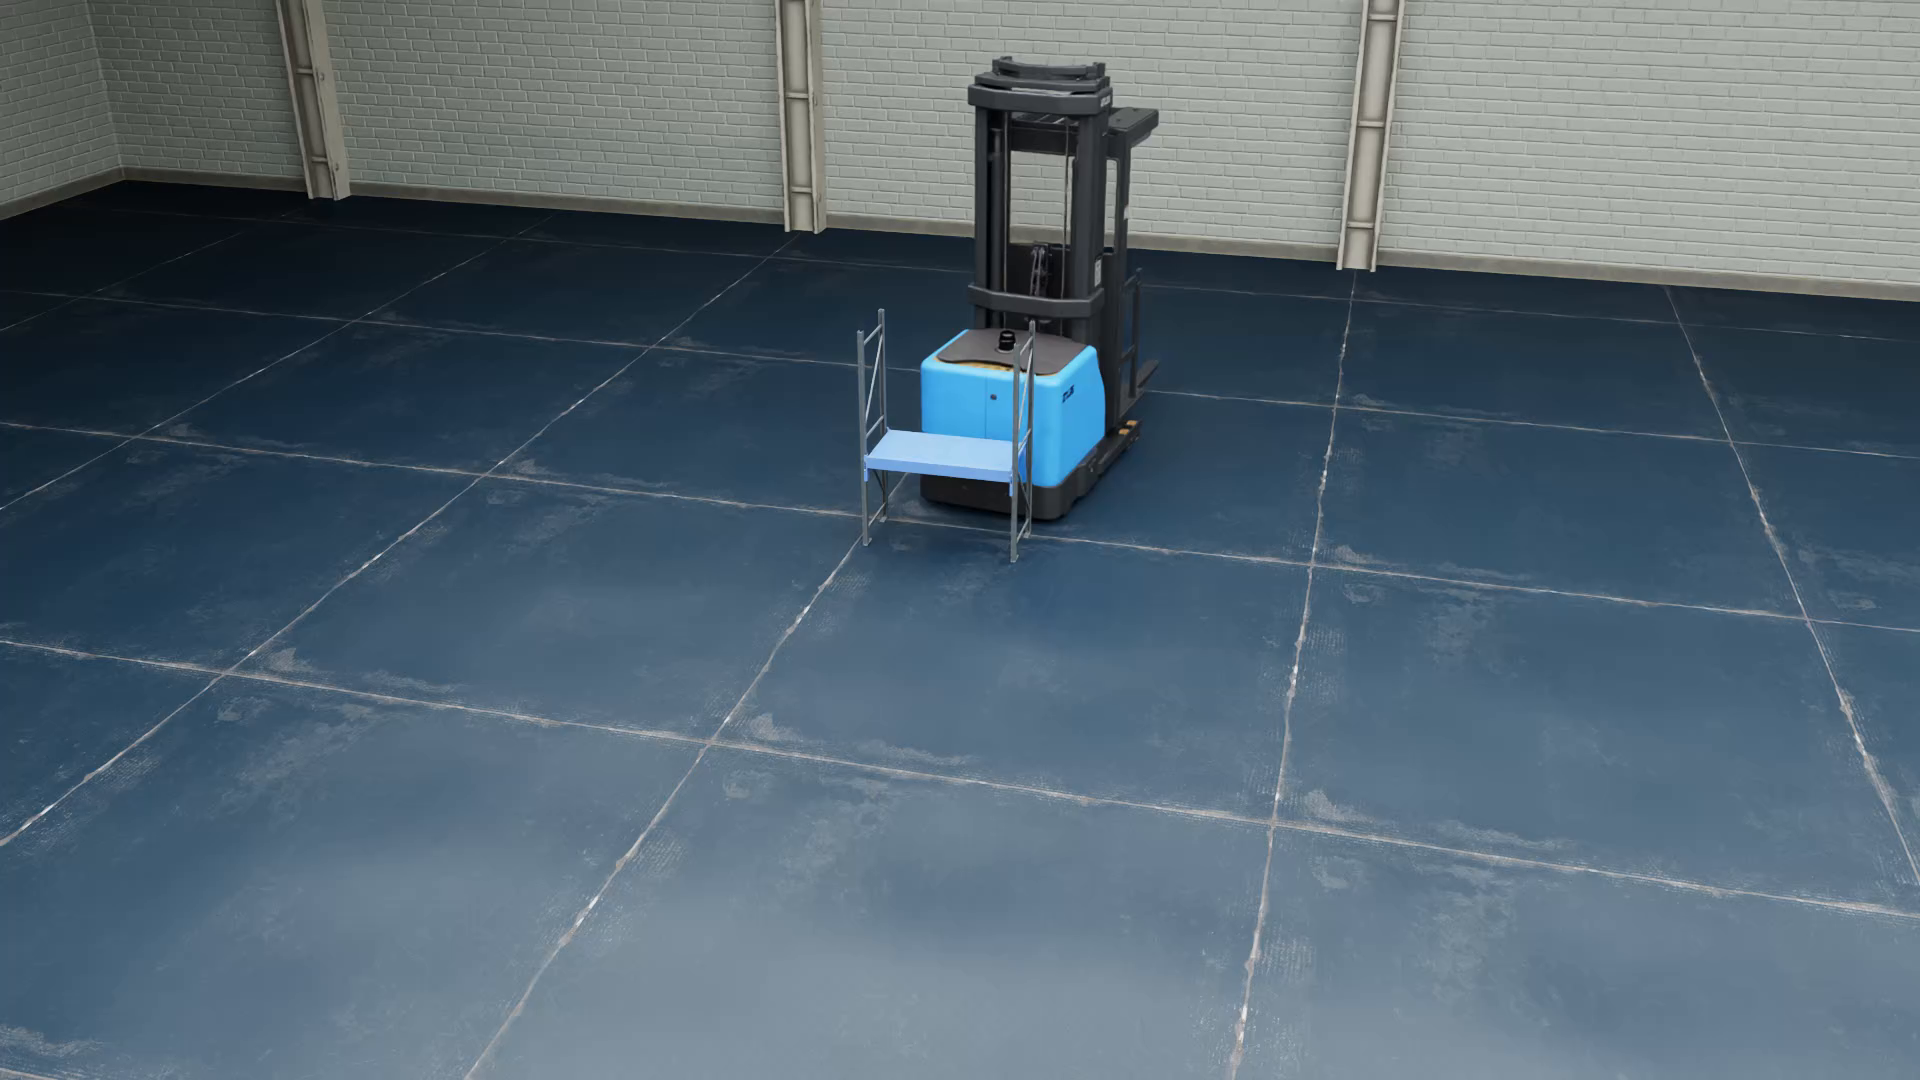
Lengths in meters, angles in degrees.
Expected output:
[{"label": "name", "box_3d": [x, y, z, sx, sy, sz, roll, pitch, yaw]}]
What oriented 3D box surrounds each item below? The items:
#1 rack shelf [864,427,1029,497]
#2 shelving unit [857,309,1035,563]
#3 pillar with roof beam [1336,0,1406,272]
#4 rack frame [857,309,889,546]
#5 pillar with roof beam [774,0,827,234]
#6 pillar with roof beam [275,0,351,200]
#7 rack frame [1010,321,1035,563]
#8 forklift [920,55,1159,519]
[{"label": "rack shelf", "box_3d": [-0.083, -0.524, 11.024, 1.000, 0.185, 0.538, 6, 26, 13]}, {"label": "shelving unit", "box_3d": [-0.083, -0.686, 10.947, 1.048, 1.500, 0.538, 6, 26, 13]}, {"label": "pillar with roof beam", "box_3d": [3.022, -5.095, 11.483, 0.400, 9.000, 9.100, 6, 26, 13]}, {"label": "rack frame", "box_3d": [-0.575, -0.741, 11.061, 0.032, 1.500, 0.500, 6, 26, 13]}, {"label": "pillar with roof beam", "box_3d": [-2.788, -5.737, 12.832, 0.400, 9.000, 9.100, 6, 26, 13]}, {"label": "pillar with roof beam", "box_3d": [-8.599, -6.379, 14.181, 0.400, 9.000, 9.100, 6, 26, 13]}, {"label": "rack frame", "box_3d": [0.410, -0.632, 10.832, 0.032, 1.500, 0.500, 6, 26, 13]}, {"label": "forklift", "box_3d": [0.760, -2.071, 12.190, 1.130, 2.935, 3.031, 10, 27, 21]}]
